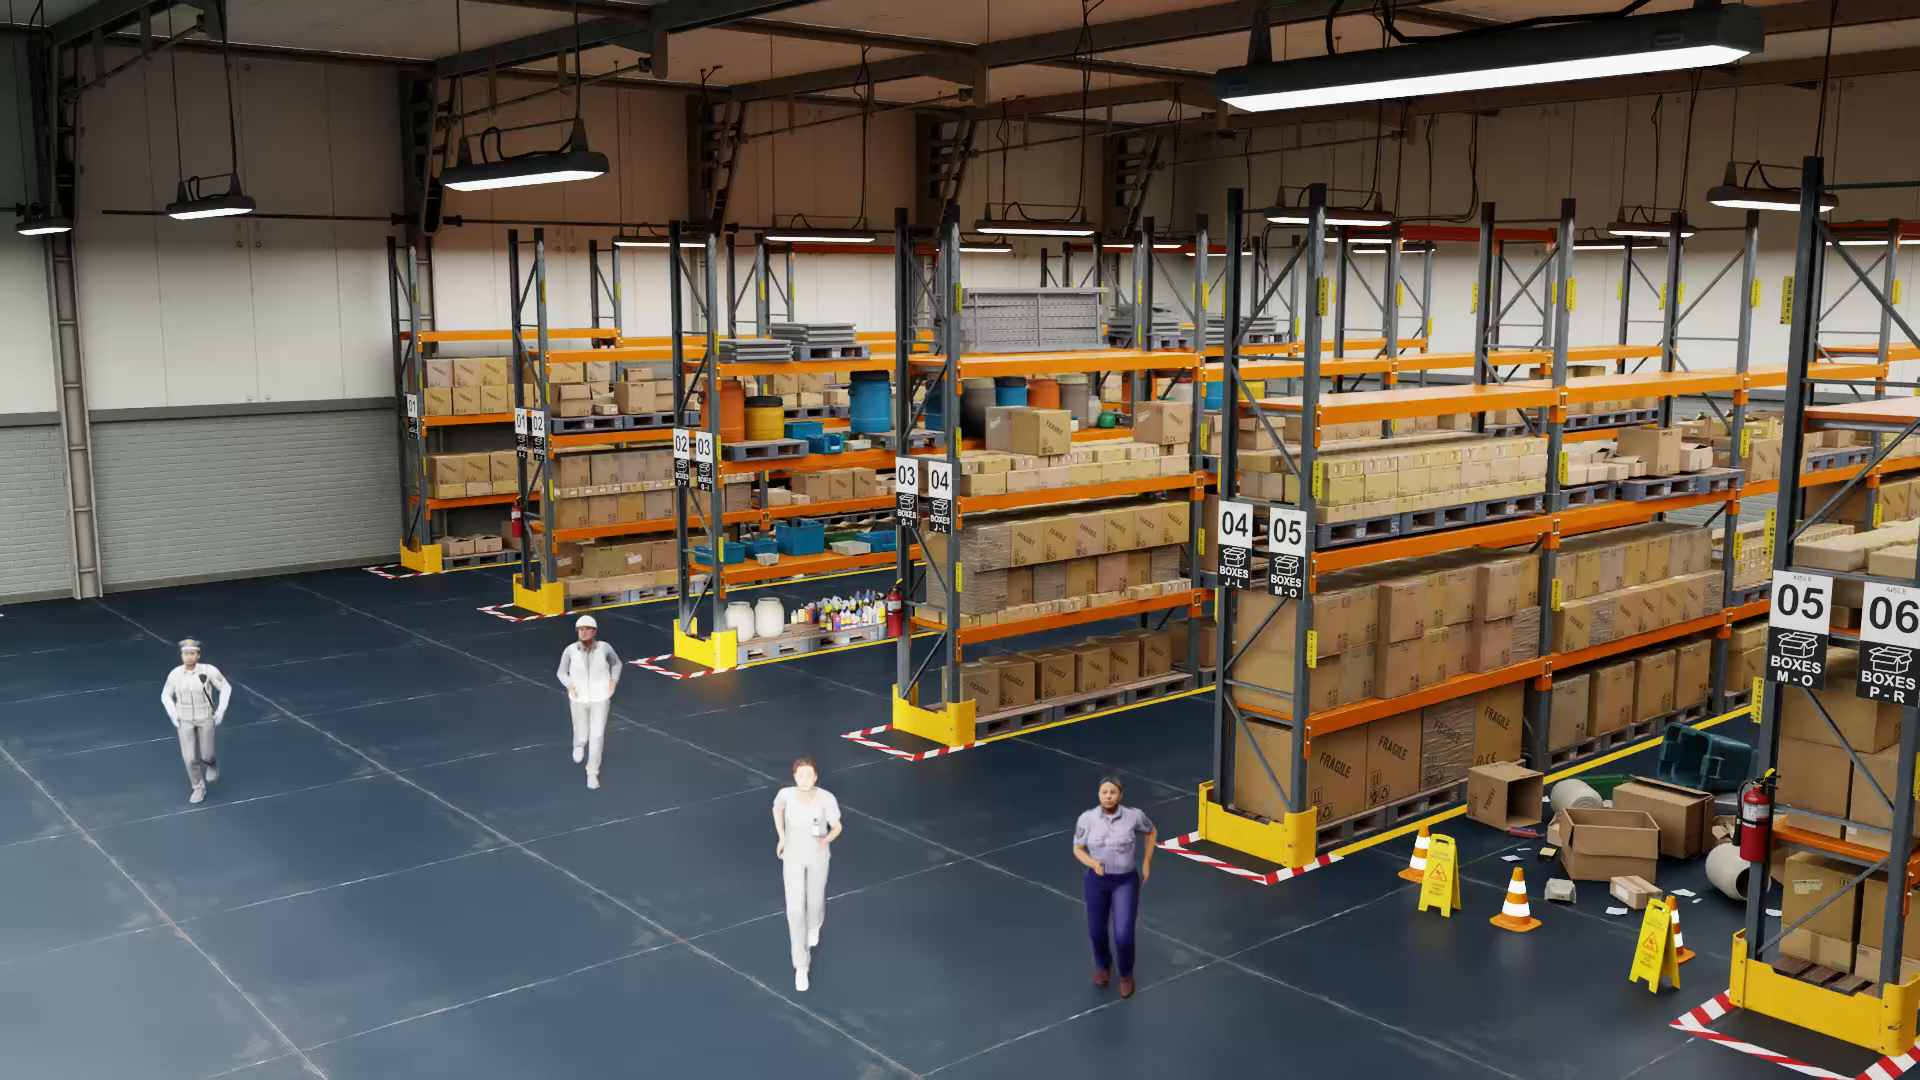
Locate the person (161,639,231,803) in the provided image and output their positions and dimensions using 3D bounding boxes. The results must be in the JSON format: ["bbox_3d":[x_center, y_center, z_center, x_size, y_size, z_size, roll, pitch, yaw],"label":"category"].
[{"bbox_3d":[-7.703,1.789,16.805,0.652,1.654,0.571,-3,9,-17],"label":"person"}]

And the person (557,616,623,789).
[{"bbox_3d":[-3.869,1.650,17.433,0.669,1.769,0.821,-2,9,-11],"label":"person"}]

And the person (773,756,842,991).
[{"bbox_3d":[-1.149,2.428,12.565,0.520,1.679,0.907,-1,9,-5],"label":"person"}]

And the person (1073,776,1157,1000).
[{"bbox_3d":[1.105,2.530,12.070,0.584,1.633,0.692,2,9,13],"label":"person"}]
